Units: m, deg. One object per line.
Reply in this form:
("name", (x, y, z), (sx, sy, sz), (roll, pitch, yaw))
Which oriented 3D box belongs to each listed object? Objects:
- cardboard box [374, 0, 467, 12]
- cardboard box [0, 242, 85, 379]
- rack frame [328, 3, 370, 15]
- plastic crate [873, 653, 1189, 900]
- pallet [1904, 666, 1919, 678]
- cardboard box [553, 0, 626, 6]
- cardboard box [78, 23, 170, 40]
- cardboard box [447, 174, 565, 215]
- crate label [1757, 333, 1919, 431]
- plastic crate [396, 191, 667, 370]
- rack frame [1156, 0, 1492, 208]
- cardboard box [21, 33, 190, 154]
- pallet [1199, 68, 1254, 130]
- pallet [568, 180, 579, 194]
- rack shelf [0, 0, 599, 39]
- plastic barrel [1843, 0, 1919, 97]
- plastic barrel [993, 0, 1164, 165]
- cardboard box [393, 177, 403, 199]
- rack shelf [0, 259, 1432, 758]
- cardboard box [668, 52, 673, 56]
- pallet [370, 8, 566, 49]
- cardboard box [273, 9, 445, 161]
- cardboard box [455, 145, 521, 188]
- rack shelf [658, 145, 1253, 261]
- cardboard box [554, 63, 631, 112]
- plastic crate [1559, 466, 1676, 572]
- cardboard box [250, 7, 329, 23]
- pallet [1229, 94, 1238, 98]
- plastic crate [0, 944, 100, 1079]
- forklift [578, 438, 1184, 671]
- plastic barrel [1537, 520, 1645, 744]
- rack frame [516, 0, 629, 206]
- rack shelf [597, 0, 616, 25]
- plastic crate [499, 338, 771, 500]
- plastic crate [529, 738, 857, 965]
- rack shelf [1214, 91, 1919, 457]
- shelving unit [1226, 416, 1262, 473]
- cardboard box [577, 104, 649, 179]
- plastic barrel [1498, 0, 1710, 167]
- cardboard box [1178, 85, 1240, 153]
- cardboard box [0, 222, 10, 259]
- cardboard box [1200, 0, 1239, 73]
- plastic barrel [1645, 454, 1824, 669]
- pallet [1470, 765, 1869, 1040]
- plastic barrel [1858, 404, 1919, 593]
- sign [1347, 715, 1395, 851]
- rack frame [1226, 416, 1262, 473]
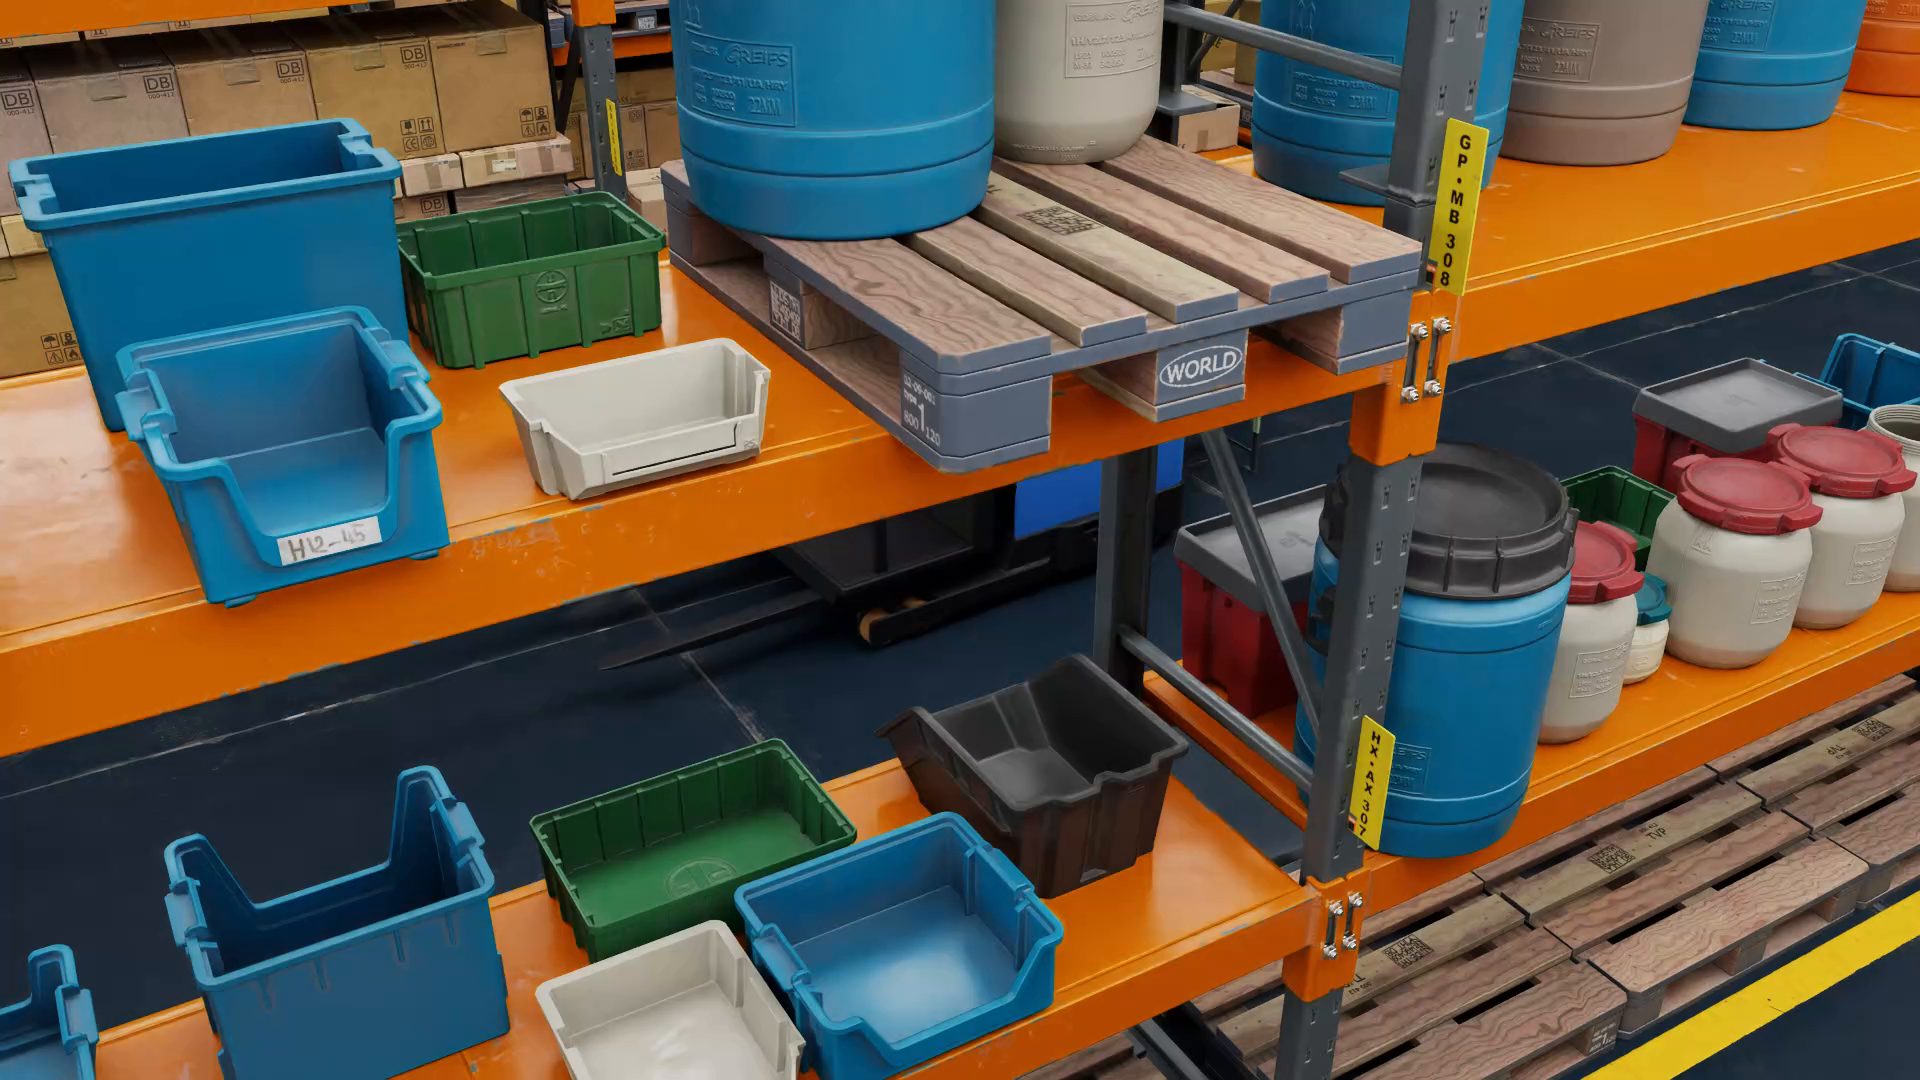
("cardboard box", (-3.884, -4.022, 11.875), (0.500, 0.500, 0.700), (-16, 33, -26))
("cardboard box", (-3.985, -1.036, 6.919), (0.500, 0.500, 0.700), (-16, 33, -26))
("rack frame", (-4.340, -3.675, 11.805), (0.127, 3.000, 1.000), (-16, 33, -26))
("plastic crate", (0.163, 0.554, 4.206), (0.504, 0.338, 0.767), (-16, 33, -26))
("pallet", (4.786, 0.483, 7.156), (1.213, 0.211, 1.003), (-16, 33, -26))
("cardboard box", (-2.847, -4.330, 12.433), (0.500, 0.500, 0.700), (-11, 31, -20))
("cardboard box", (-5.458, -3.459, 10.771), (0.500, 0.500, 0.500), (-17, 33, -28))
("cardboard box", (-2.206, -1.545, 7.842), (0.500, 0.500, 0.700), (-17, 33, -28))
("crate label", (3.134, -0.412, 5.856), (0.616, 0.435, 0.502), (-16, 33, -26))
("plastic crate", (-0.819, -0.496, 3.159), (0.450, 0.188, 0.336), (-16, 33, -26))
("rack frame", (0.679, -2.175, 2.877), (0.127, 3.000, 1.000), (-16, 33, -26))
("cardboard box", (-3.504, -1.744, 6.860), (0.500, 0.500, 0.700), (-16, 33, -26))
("pallet", (2.170, -2.703, 10.242), (1.003, 0.211, 1.213), (-16, 33, -26))
("pallet", (-3.669, -2.646, 12.825), (1.213, 0.211, 1.003), (-16, 33, -26))
("rack shelf", (-3.551, -2.121, 6.629), (4.000, 0.370, 1.077), (-16, 33, -26))
("plastic barrel", (2.746, -1.758, 4.782), (0.708, 0.830, 0.600), (-16, 33, -26))
("plastic barrel", (0.208, -1.071, 3.431), (0.421, 0.512, 0.421), (0, 29, 0))
("cardboard box", (-2.618, -1.595, 7.261), (0.250, 0.149, 0.380), (-16, 33, -26))
("rack shelf", (-1.045, -0.057, 2.889), (4.000, 0.370, 1.077), (-16, 33, -26))
("cardboard box", (-2.009, -3.769, 13.332), (0.500, 0.250, 0.500), (-15, 32, -25))
("pallet", (-3.607, -3.718, 12.081), (1.213, 0.211, 1.003), (-16, 33, -26))
("cardboard box", (-2.641, -1.989, 7.303), (0.500, 0.500, 0.700), (-16, 33, -26))
("cardboard box", (-2.167, -1.725, 7.496), (0.250, 0.149, 0.380), (-17, 33, -27))
("rack shelf", (-0.103, -1.787, 9.128), (4.000, 0.370, 1.077), (-16, 33, -26))
("cardboard box", (-2.889, -3.527, 12.892), (0.500, 0.250, 0.500), (-17, 33, -28))
("plastic crate", (2.038, 0.001, 5.363), (0.662, 0.188, 0.450), (-16, 33, -26))
("cardboard box", (-4.591, -3.702, 11.212), (0.500, 0.500, 0.500), (-16, 33, -26))
("pallet", (1.930, -4.192, 15.628), (1.213, 0.211, 1.003), (-16, 33, -26))
("plastic crate", (-1.927, 1.092, 3.320), (0.408, 0.251, 0.499), (-16, 33, -26))
("forklift", (-0.407, -1.099, 7.208), (3.031, 2.935, 1.130), (-18, 34, -29))
("plastic barrel", (1.615, 0.250, 4.553), (0.433, 0.535, 0.433), (0, 29, 0))
("rack frame", (-1.827, -1.613, 8.067), (0.127, 3.000, 1.000), (-16, 33, -26))
("rack shelf", (-0.103, -3.100, 8.404), (4.000, 0.370, 1.077), (-16, 33, -26))
("plastic crate", (-0.500, -0.185, 2.649), (0.396, 0.136, 0.243), (-16, 33, -26))
("plastic crate", (-0.634, 0.759, 3.989), (0.662, 0.188, 0.450), (-16, 33, -26))
("rack shelf", (2.404, -1.036, 4.663), (4.000, 0.370, 1.077), (-16, 33, -26))
("shelving unit", (1.167, -1.008, 8.521), (0.755, 1.500, 0.431), (-16, 33, -27))
("cardboard box", (-2.833, -3.216, 13.105), (0.500, 0.500, 0.700), (-15, 32, -26))
("plastic barrel", (1.572, -1.456, 4.160), (0.600, 0.901, 0.600), (0, 29, 0))
("cardboard box", (1.286, -2.482, 9.735), (0.500, 0.311, 0.500), (-14, 32, -23))
("cardboard box", (-3.939, -1.221, 6.583), (0.250, 0.149, 0.380), (-17, 33, -28))
("cardboard box", (2.063, -4.663, 15.385), (0.750, 0.750, 0.750), (-15, 32, -26))
("plastic barrel", (2.248, 0.070, 4.878), (0.433, 0.535, 0.433), (0, 29, 0))
("pallet", (2.390, 1.164, 5.923), (1.213, 0.211, 1.003), (-16, 33, -26))
("plastic barrel", (2.986, -0.132, 5.270), (0.421, 0.512, 0.421), (0, 29, 0))
("sign", (0.948, 0.563, 3.840), (0.005, 0.325, 0.100), (-16, 33, -26))
("rack frame", (1.480, -1.099, 8.689), (0.023, 1.500, 0.400), (-16, 33, -27))
